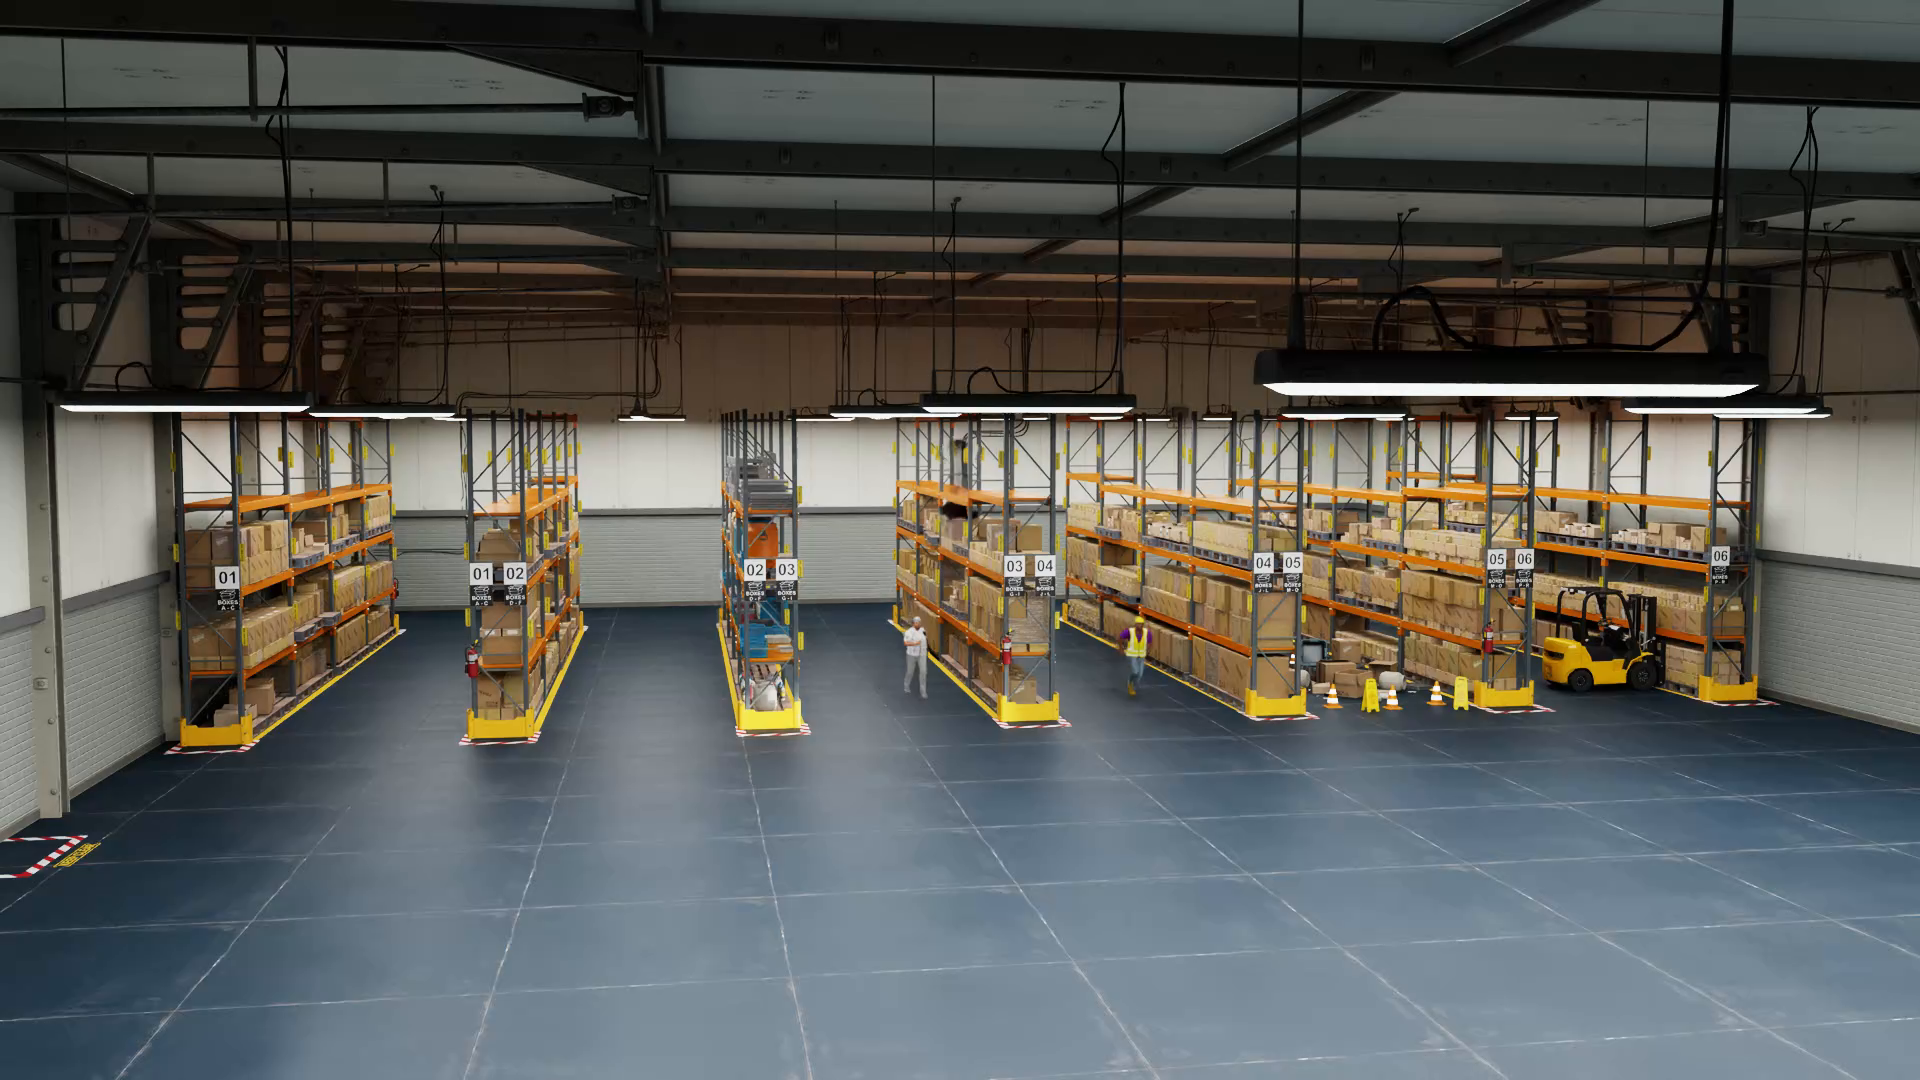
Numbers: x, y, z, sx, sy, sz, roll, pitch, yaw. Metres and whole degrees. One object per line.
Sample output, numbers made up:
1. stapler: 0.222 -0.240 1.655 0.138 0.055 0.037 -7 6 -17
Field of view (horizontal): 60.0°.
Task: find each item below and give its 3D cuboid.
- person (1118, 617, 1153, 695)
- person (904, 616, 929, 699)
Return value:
1. person: 3.700 2.430 34.748 0.655 1.680 0.736 -1 4 -17
2. person: -0.930 2.441 34.930 0.590 1.679 0.909 -2 4 -22
